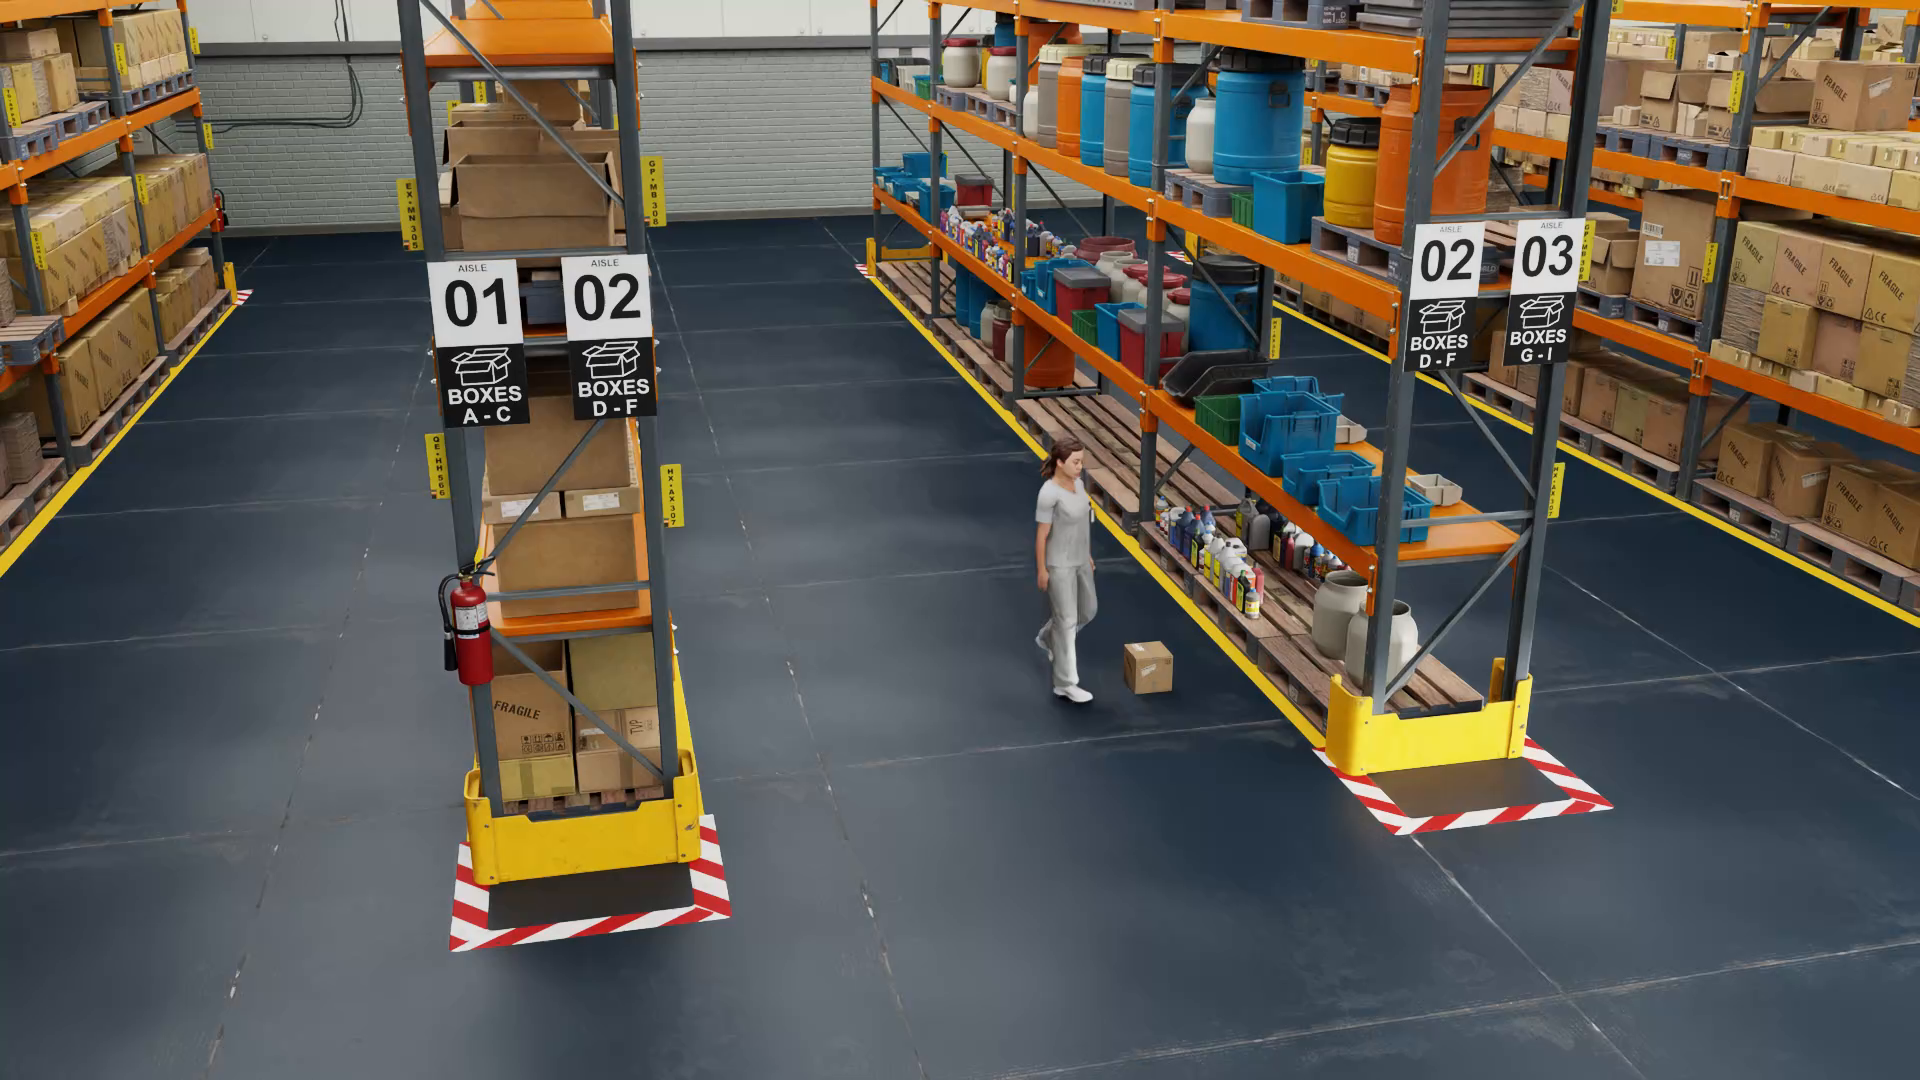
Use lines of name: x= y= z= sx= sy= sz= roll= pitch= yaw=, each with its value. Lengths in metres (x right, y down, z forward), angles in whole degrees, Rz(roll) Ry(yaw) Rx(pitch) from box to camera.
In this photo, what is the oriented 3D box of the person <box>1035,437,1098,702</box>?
person: x=0.680 y=0.148 z=10.649 sx=0.668 sy=1.663 sz=0.481 roll=14 pitch=24 yaw=34
